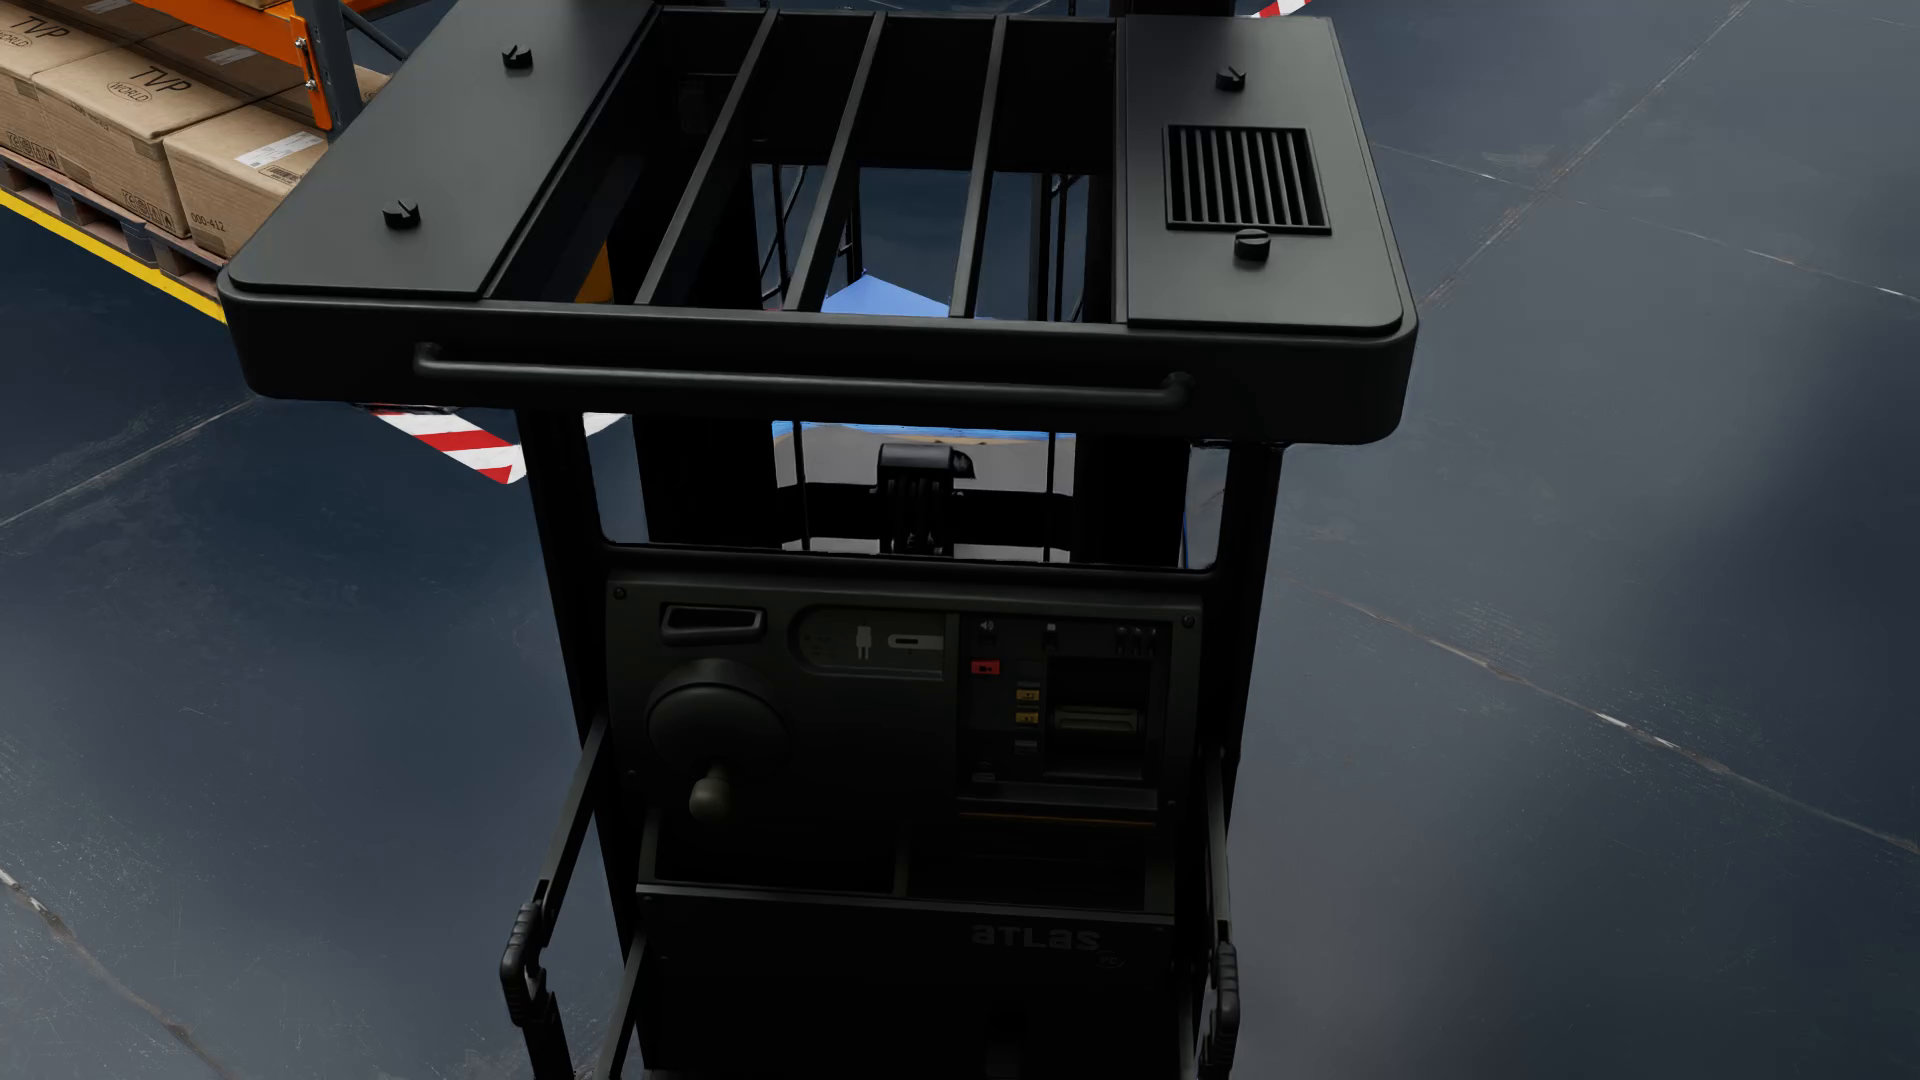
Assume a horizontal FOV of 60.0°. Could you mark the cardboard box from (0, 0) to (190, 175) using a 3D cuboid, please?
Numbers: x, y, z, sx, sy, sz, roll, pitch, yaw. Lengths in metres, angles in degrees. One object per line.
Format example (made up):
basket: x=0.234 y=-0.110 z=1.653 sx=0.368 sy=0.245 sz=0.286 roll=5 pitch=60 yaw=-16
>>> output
cardboard box: x=-3.760 y=-2.034 z=7.152 sx=0.875 sy=0.438 sz=0.875 roll=24 pitch=44 yaw=27

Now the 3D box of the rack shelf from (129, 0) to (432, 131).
rack shelf: x=-3.316 y=-2.468 z=6.552 sx=4.000 sy=0.370 sz=1.077 roll=25 pitch=45 yaw=29

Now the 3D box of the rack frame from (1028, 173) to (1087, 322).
rack frame: x=0.336 y=-0.432 z=4.585 sx=0.032 sy=1.500 sz=0.500 roll=25 pitch=45 yaw=29

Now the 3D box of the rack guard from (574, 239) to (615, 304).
rack guard: x=-1.708 y=-1.009 z=6.133 sx=0.348 sy=0.500 sz=1.175 roll=25 pitch=45 yaw=29

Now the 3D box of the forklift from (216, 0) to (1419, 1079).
forklift: x=-0.107 y=0.333 z=2.448 sx=1.130 sy=2.935 sz=3.031 roll=3 pitch=38 yaw=3

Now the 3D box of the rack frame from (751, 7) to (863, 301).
rack frame: x=-0.472 y=-0.813 z=5.072 sx=0.032 sy=1.500 sz=0.500 roll=25 pitch=45 yaw=29

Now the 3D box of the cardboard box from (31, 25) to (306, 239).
cardboard box: x=-3.045 y=-1.695 z=6.720 sx=0.875 sy=0.438 sz=0.875 roll=27 pitch=45 yaw=30

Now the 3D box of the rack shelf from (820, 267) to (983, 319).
rack shelf: x=-0.068 y=-0.481 z=4.939 sx=1.000 sy=0.185 sz=0.538 roll=25 pitch=45 yaw=29

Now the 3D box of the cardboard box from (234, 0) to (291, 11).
cardboard box: x=-2.271 y=-2.092 z=5.408 sx=0.500 sy=0.500 sz=0.500 roll=26 pitch=45 yaw=29

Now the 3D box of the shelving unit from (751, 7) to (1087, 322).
shelving unit: x=-0.068 y=-0.622 z=4.828 sx=1.048 sy=1.500 sz=0.538 roll=25 pitch=45 yaw=29

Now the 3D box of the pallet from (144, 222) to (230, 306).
pallet: x=-2.410 y=-1.165 z=6.567 sx=1.213 sy=0.211 sz=1.003 roll=25 pitch=45 yaw=29

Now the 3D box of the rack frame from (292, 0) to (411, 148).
rack frame: x=-1.728 y=-2.002 z=5.374 sx=0.127 sy=3.000 sz=1.000 roll=25 pitch=45 yaw=29

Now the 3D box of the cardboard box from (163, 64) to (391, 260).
cardboard box: x=-2.312 y=-1.357 z=6.287 sx=0.875 sy=0.438 sz=0.875 roll=24 pitch=44 yaw=27

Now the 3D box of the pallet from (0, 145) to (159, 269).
pallet: x=-3.375 y=-1.622 z=7.151 sx=1.213 sy=0.211 sz=1.003 roll=25 pitch=45 yaw=29
